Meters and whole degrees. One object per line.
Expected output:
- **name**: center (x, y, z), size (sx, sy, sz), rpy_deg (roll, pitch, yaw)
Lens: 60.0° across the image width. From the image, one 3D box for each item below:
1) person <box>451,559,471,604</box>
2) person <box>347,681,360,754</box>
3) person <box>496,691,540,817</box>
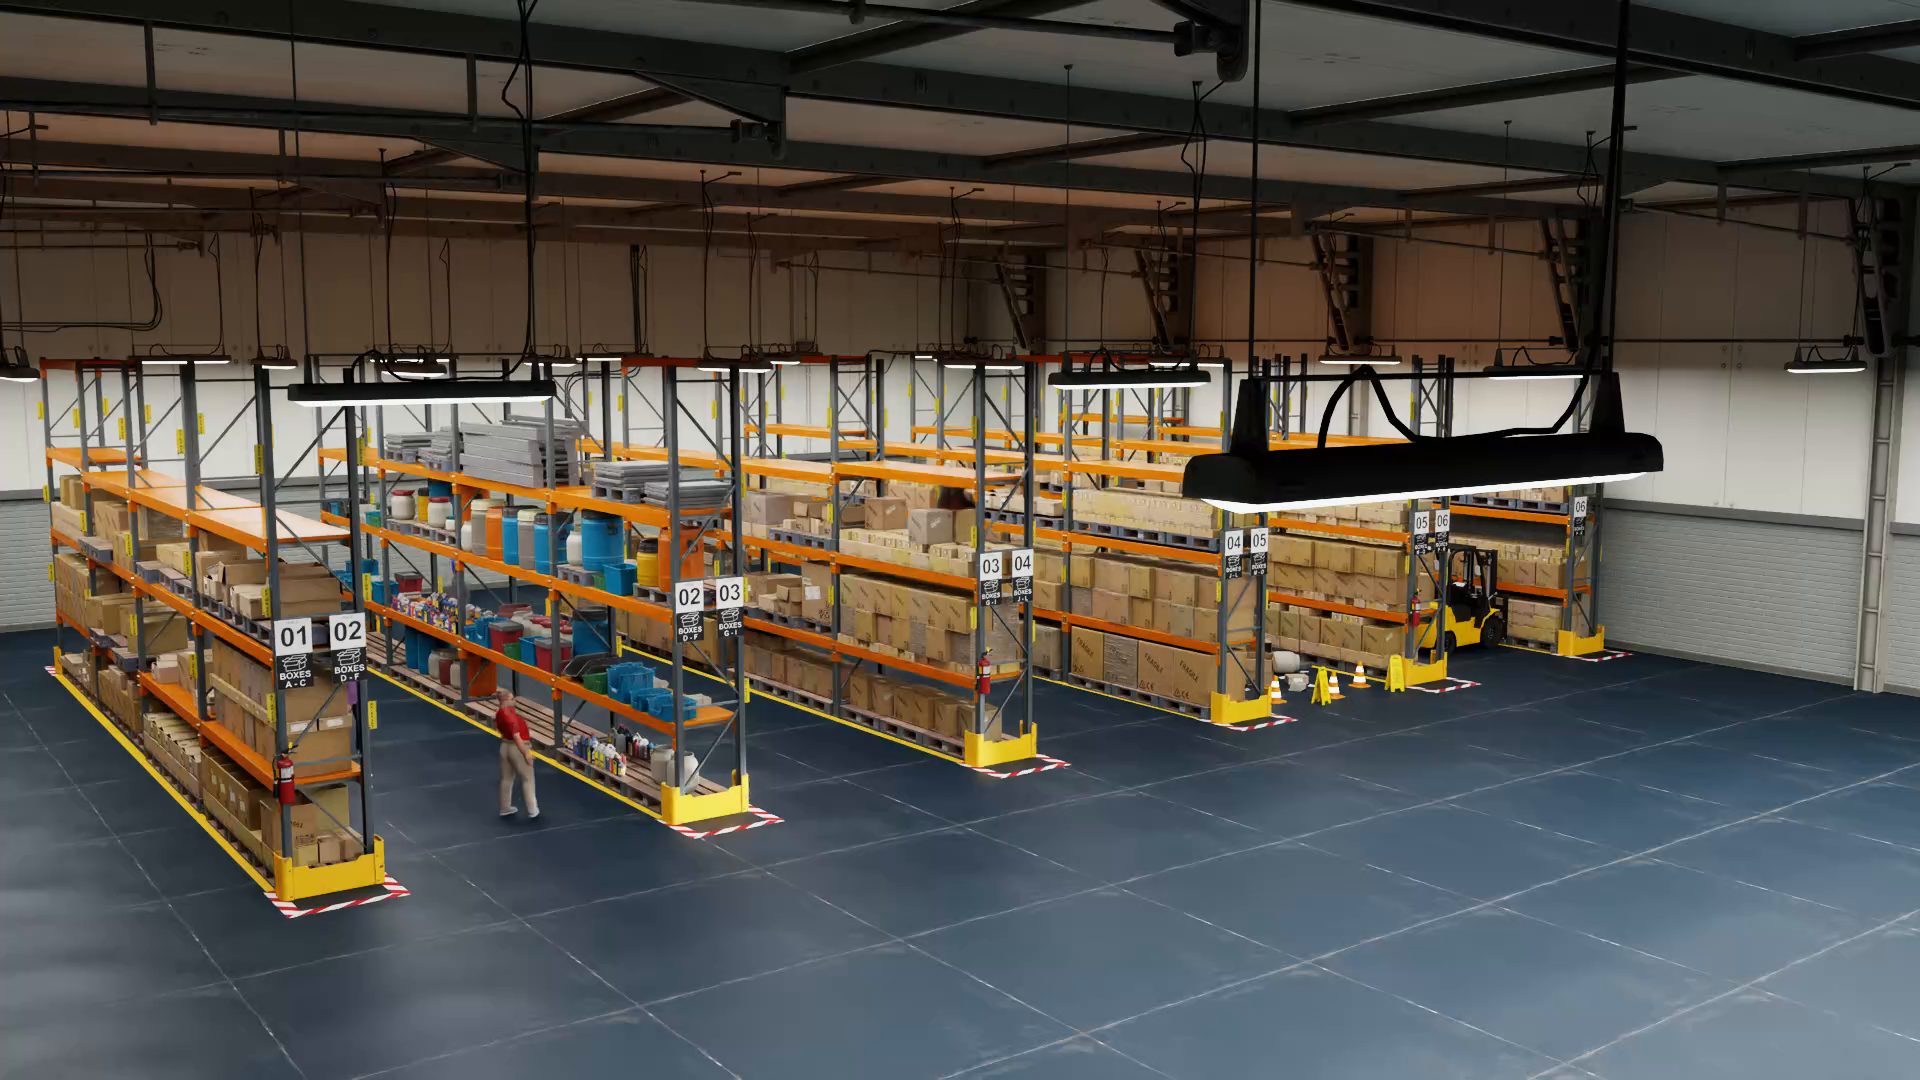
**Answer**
- **person**: center (-11.561, 0.954, 38.095), size (0.911, 1.596, 0.541), rpy_deg (-2, 7, -18)
- **person**: center (-9.379, 2.497, 25.517), size (0.381, 1.546, 0.874), rpy_deg (-6, 9, -39)
- **person**: center (-5.869, 2.831, 22.076), size (0.637, 1.710, 0.501), rpy_deg (5, 8, 35)
